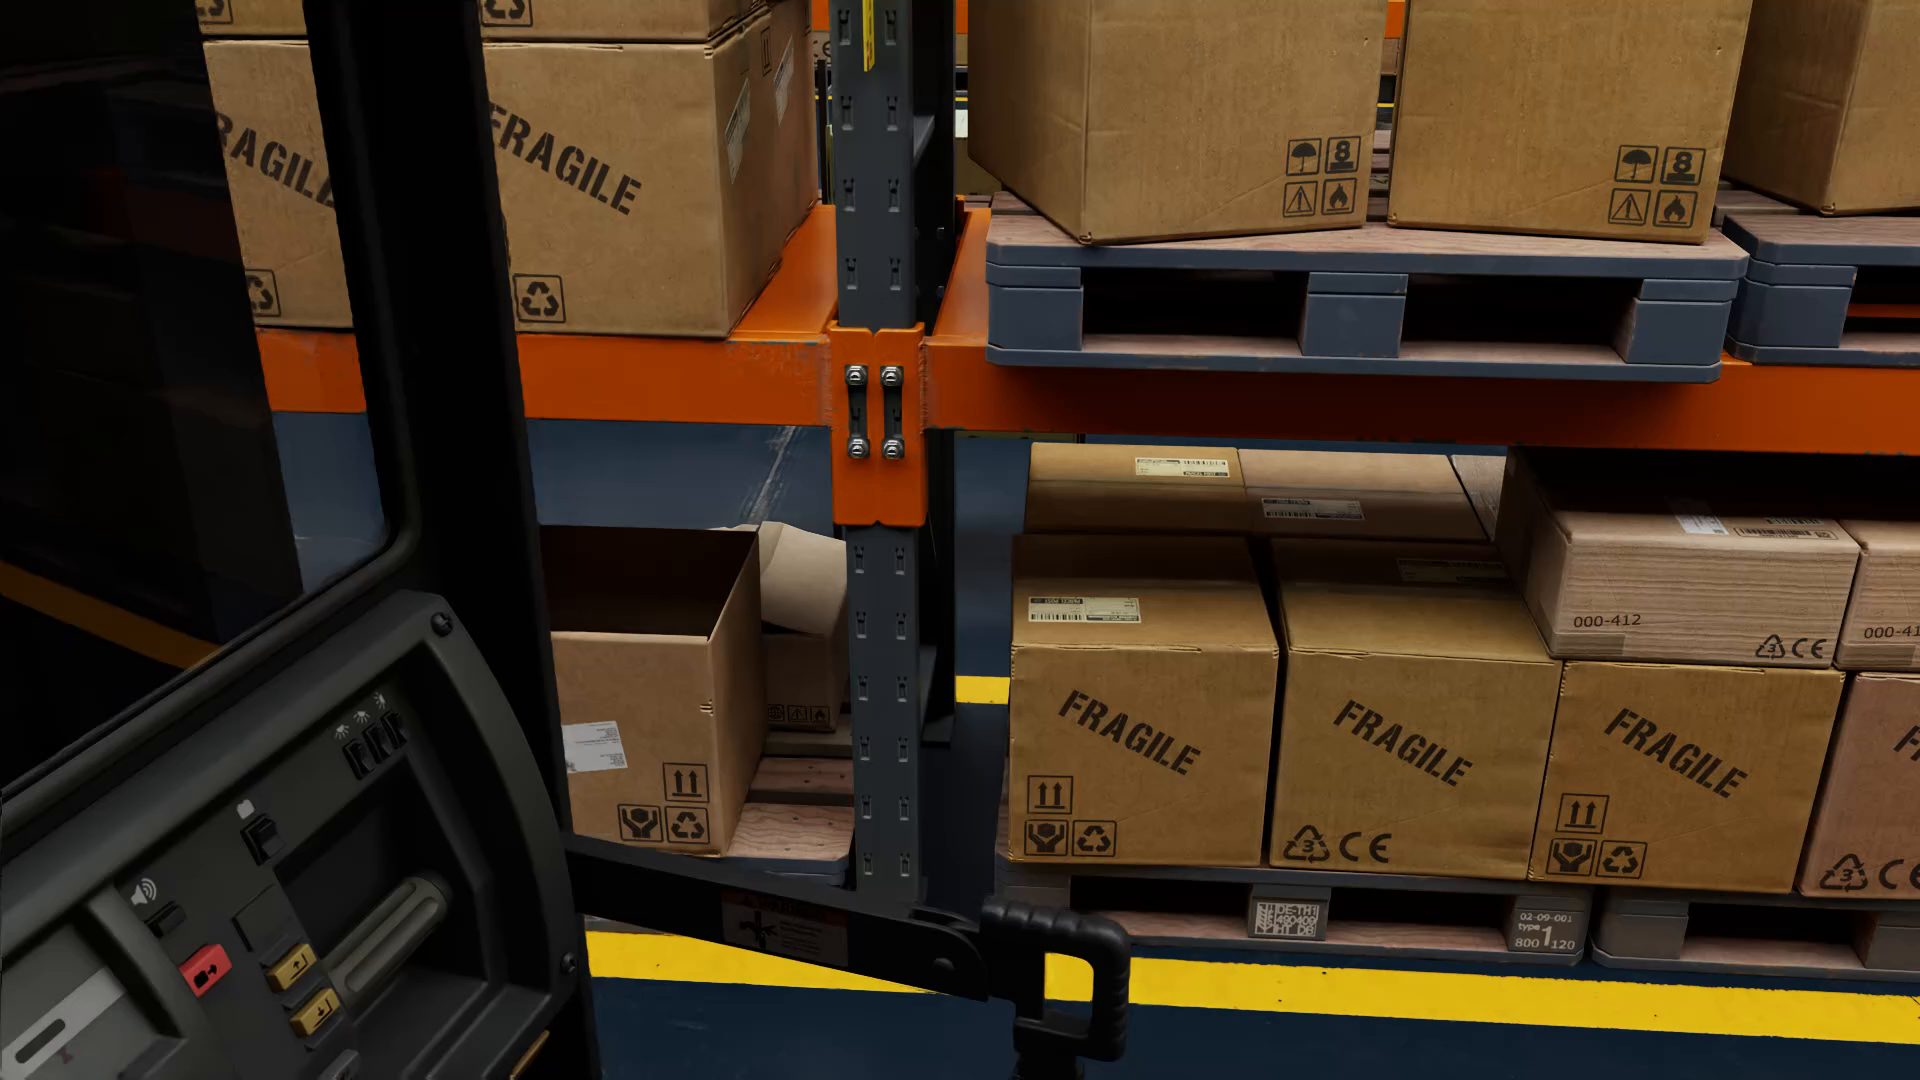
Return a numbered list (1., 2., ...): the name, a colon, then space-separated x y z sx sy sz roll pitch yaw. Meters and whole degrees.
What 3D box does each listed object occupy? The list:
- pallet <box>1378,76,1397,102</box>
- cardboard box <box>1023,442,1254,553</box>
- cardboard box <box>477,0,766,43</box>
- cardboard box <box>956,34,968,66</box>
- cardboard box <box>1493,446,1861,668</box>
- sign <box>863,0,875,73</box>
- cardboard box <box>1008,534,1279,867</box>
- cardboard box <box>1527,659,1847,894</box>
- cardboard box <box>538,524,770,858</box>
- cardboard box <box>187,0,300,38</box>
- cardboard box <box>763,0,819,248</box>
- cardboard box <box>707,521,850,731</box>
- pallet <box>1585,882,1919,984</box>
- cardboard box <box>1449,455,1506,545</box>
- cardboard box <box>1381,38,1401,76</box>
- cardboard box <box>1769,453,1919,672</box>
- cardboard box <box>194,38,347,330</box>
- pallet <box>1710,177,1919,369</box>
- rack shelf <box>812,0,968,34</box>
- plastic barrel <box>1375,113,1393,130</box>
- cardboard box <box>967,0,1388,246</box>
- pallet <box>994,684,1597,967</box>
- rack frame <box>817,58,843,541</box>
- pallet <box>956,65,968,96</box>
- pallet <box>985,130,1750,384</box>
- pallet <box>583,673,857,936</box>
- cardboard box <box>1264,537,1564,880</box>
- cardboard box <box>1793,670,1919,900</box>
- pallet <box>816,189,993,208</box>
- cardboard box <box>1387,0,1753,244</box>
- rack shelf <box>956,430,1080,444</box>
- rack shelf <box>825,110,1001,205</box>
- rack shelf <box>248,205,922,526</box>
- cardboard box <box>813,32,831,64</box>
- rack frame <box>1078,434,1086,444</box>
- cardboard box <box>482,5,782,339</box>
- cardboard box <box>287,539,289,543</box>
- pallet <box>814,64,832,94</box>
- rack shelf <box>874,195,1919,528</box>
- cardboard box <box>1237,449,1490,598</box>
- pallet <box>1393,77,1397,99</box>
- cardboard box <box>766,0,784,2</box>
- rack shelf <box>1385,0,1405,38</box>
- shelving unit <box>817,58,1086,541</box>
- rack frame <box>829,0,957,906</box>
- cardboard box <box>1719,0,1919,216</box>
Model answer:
1. pallet: 2.647 -3.564 12.744 1.213 0.211 1.003 2 25 4
2. cardboard box: 0.404 0.098 3.912 0.500 0.500 0.500 2 25 4
3. cardboard box: -0.634 -1.142 2.827 0.500 0.500 0.500 2 25 4
4. cardboard box: 0.000 -4.142 12.703 0.875 0.875 0.875 2 25 4
5. cardboard box: 1.351 0.010 3.206 0.500 0.250 0.500 2 25 4
6. sign: -0.144 -0.900 2.583 0.005 0.325 0.100 2 25 4
7. cardboard box: 0.354 0.319 3.432 0.500 0.500 0.500 1 25 2
8. cardboard box: 1.384 0.351 3.364 0.500 0.500 0.500 2 25 5
9. cardboard box: -0.700 0.302 3.469 0.500 0.500 0.500 2 25 4
10. cardboard box: -1.145 -1.157 2.860 0.500 0.500 0.500 1 25 3
11. cardboard box: -0.597 -0.909 3.517 0.500 0.500 0.500 2 25 5
12. cardboard box: -0.512 0.184 3.951 0.500 0.311 0.500 2 25 4
13. pallet: 1.924 0.581 3.734 1.213 0.211 1.003 2 25 4
14. cardboard box: 1.396 0.134 3.835 0.500 0.500 0.500 2 25 5
15. cardboard box: 3.066 -4.022 12.443 0.875 0.875 1.225 2 25 4
16. cardboard box: 1.851 0.026 3.171 0.500 0.250 0.500 1 25 3
17. cardboard box: -1.142 -0.704 3.072 0.500 0.500 0.500 3 25 5
18. pallet: 1.939 -0.579 3.149 1.213 0.211 1.003 2 25 4
19. rack shelf: -1.721 -2.535 8.032 4.000 0.370 1.077 2 25 4
20. plastic barrel: 2.076 -1.756 7.952 0.421 0.512 0.421 0 25 0
21. cardboard box: 0.345 -0.861 2.912 0.500 0.500 0.700 -6 25 -14
22. pallet: 0.704 0.543 3.817 1.213 0.211 1.003 2 25 4
23. rack frame: -0.358 -0.693 4.962 0.023 1.500 0.400 2 25 4
24. pallet: -0.100 -3.652 12.935 1.213 0.211 1.003 2 25 4
25. pallet: 0.678 -0.575 3.142 1.213 0.211 1.003 2 25 4
26. pallet: -0.795 0.511 3.888 1.213 0.211 1.003 2 25 4
27. cardboard box: 0.886 0.332 3.405 0.500 0.500 0.500 2 25 5
28. cardboard box: 1.888 0.367 3.328 0.500 0.500 0.500 1 25 2
29. pallet: -0.463 -1.539 8.341 1.213 0.211 1.003 2 25 4
30. cardboard box: 1.036 -0.866 2.921 0.500 0.500 0.700 6 25 12
31. rack shelf: 0.007 -0.385 5.072 0.720 0.370 0.431 2 25 4
32. rack shelf: 0.007 -1.036 4.773 0.720 0.370 0.431 2 25 4
33. rack shelf: -2.104 -0.471 3.545 4.000 0.370 1.077 2 25 4
34. cardboard box: -0.897 -4.171 12.766 0.875 0.875 0.875 2 25 4
35. rack frame: 0.372 -0.669 4.911 0.023 1.500 0.400 2 25 4
36. cardboard box: -0.628 -0.688 3.037 0.500 0.500 0.500 2 25 5
37. cardboard box: -1.984 0.143 3.812 0.637 0.503 0.797 2 25 4
38. pallet: -1.320 -3.690 13.018 1.213 0.211 1.003 2 25 4
39. rack shelf: 1.884 -0.343 3.267 4.000 0.370 1.077 2 25 4
40. cardboard box: 0.896 0.118 3.870 0.500 0.500 0.500 2 25 4
41. pallet: 3.860 -3.524 12.656 1.213 0.211 1.003 2 25 4
42. cardboard box: -0.558 -1.366 3.314 0.500 0.500 0.500 2 25 5
43. rack shelf: 2.267 -2.407 7.754 4.000 0.370 1.077 2 25 4
44. shelving unit: 0.007 -0.681 4.936 0.755 1.500 0.431 2 25 4
45. rack frame: -0.110 -0.734 3.256 0.127 3.000 1.000 2 25 4
46. cardboard box: 1.656 -0.939 3.080 0.500 0.500 0.700 -4 25 -9
